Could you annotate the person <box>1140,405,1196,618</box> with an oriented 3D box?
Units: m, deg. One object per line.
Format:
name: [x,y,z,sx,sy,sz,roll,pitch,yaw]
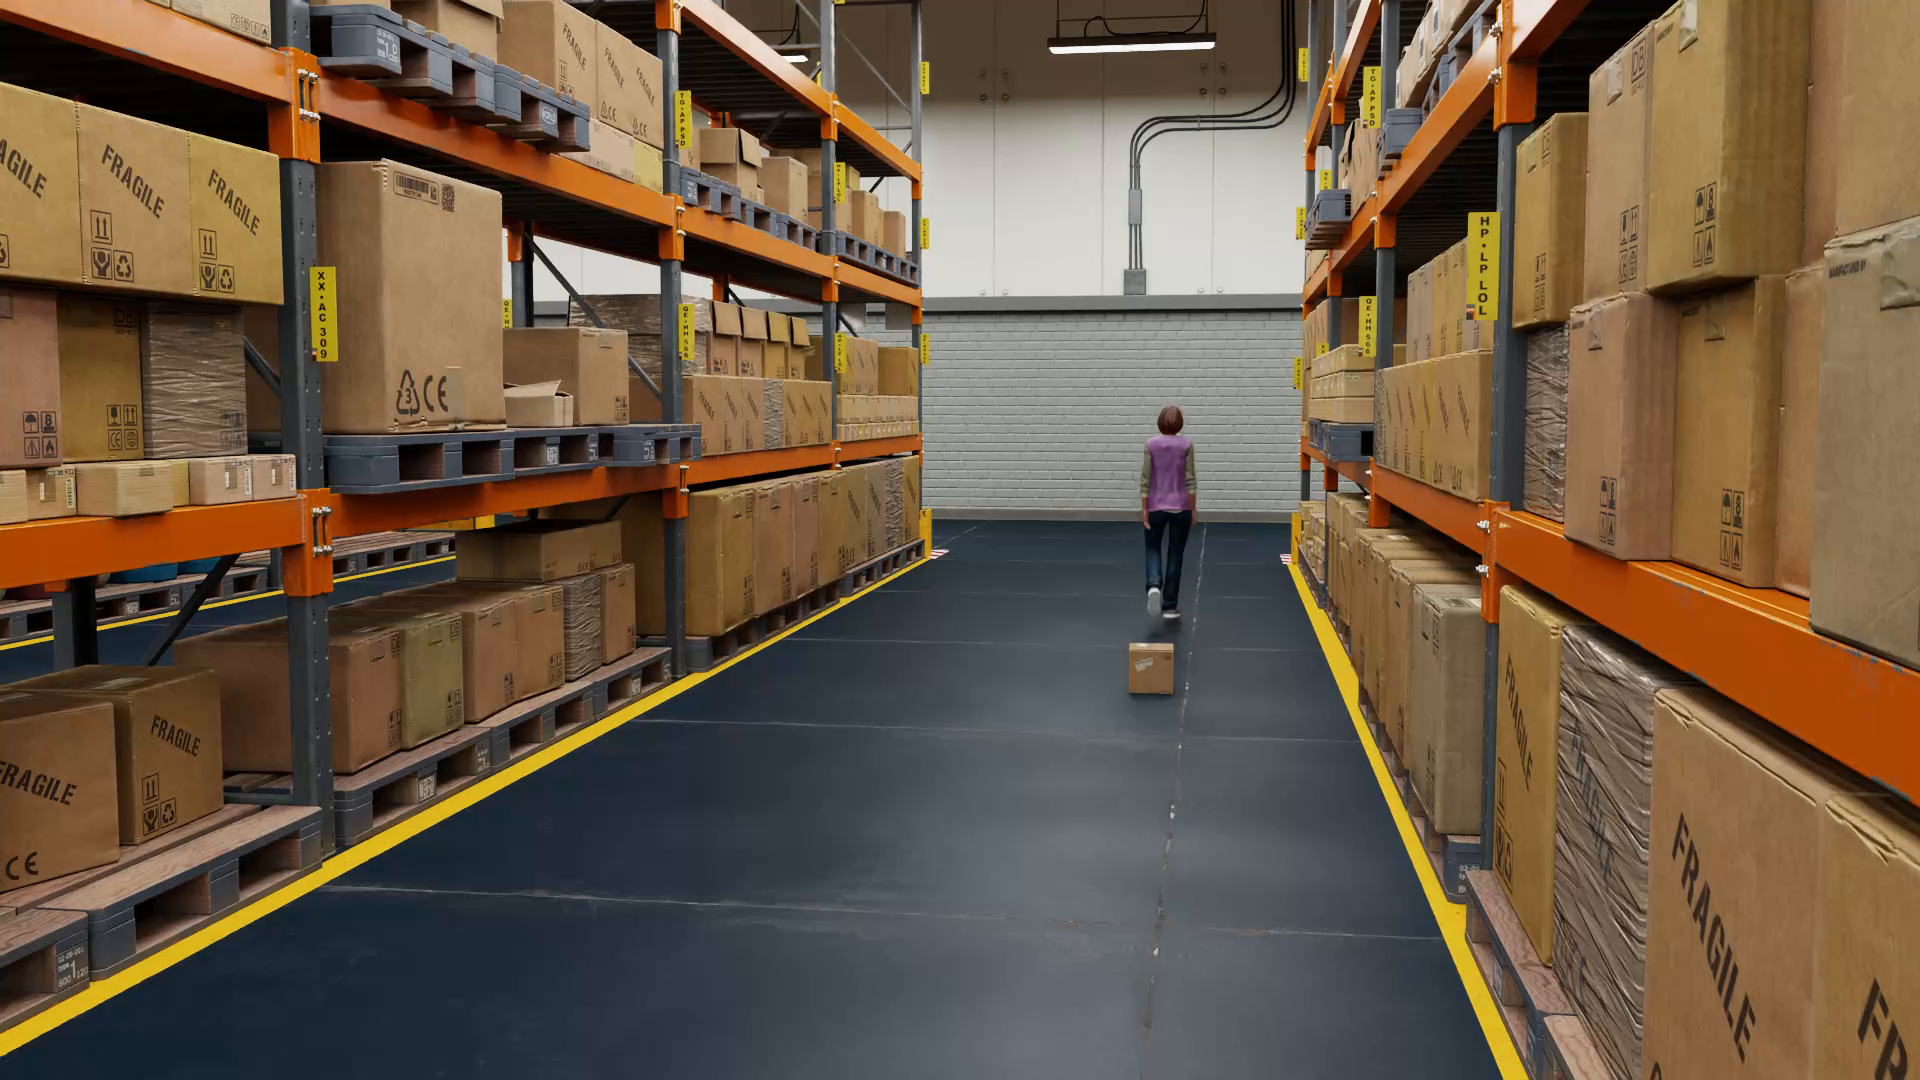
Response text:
person: [1.548,-0.209,12.370,0.414,1.591,0.421,1,5,12]
